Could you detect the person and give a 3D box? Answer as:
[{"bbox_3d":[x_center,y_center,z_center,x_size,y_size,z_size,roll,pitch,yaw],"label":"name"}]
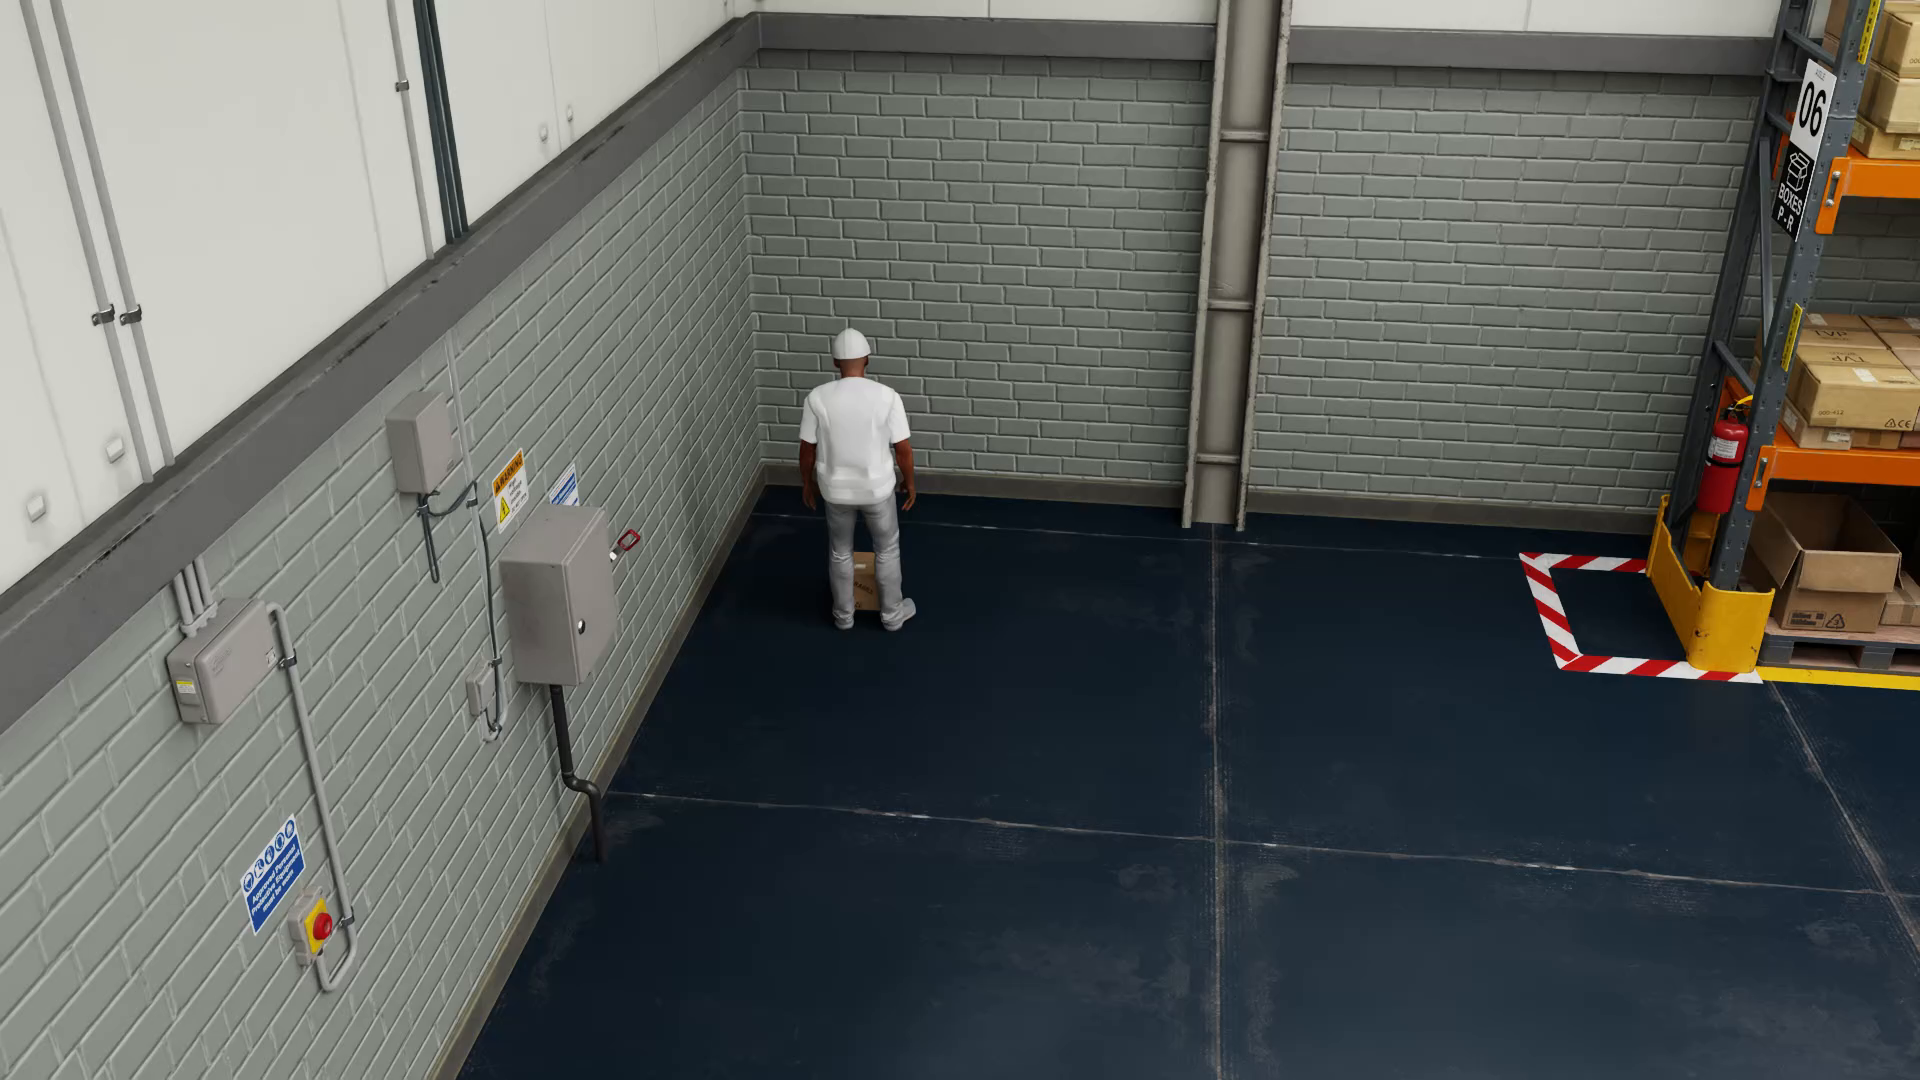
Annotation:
[{"bbox_3d":[-0.562,-0.313,9.189,0.633,1.759,0.462,2,28,3],"label":"person"}]
